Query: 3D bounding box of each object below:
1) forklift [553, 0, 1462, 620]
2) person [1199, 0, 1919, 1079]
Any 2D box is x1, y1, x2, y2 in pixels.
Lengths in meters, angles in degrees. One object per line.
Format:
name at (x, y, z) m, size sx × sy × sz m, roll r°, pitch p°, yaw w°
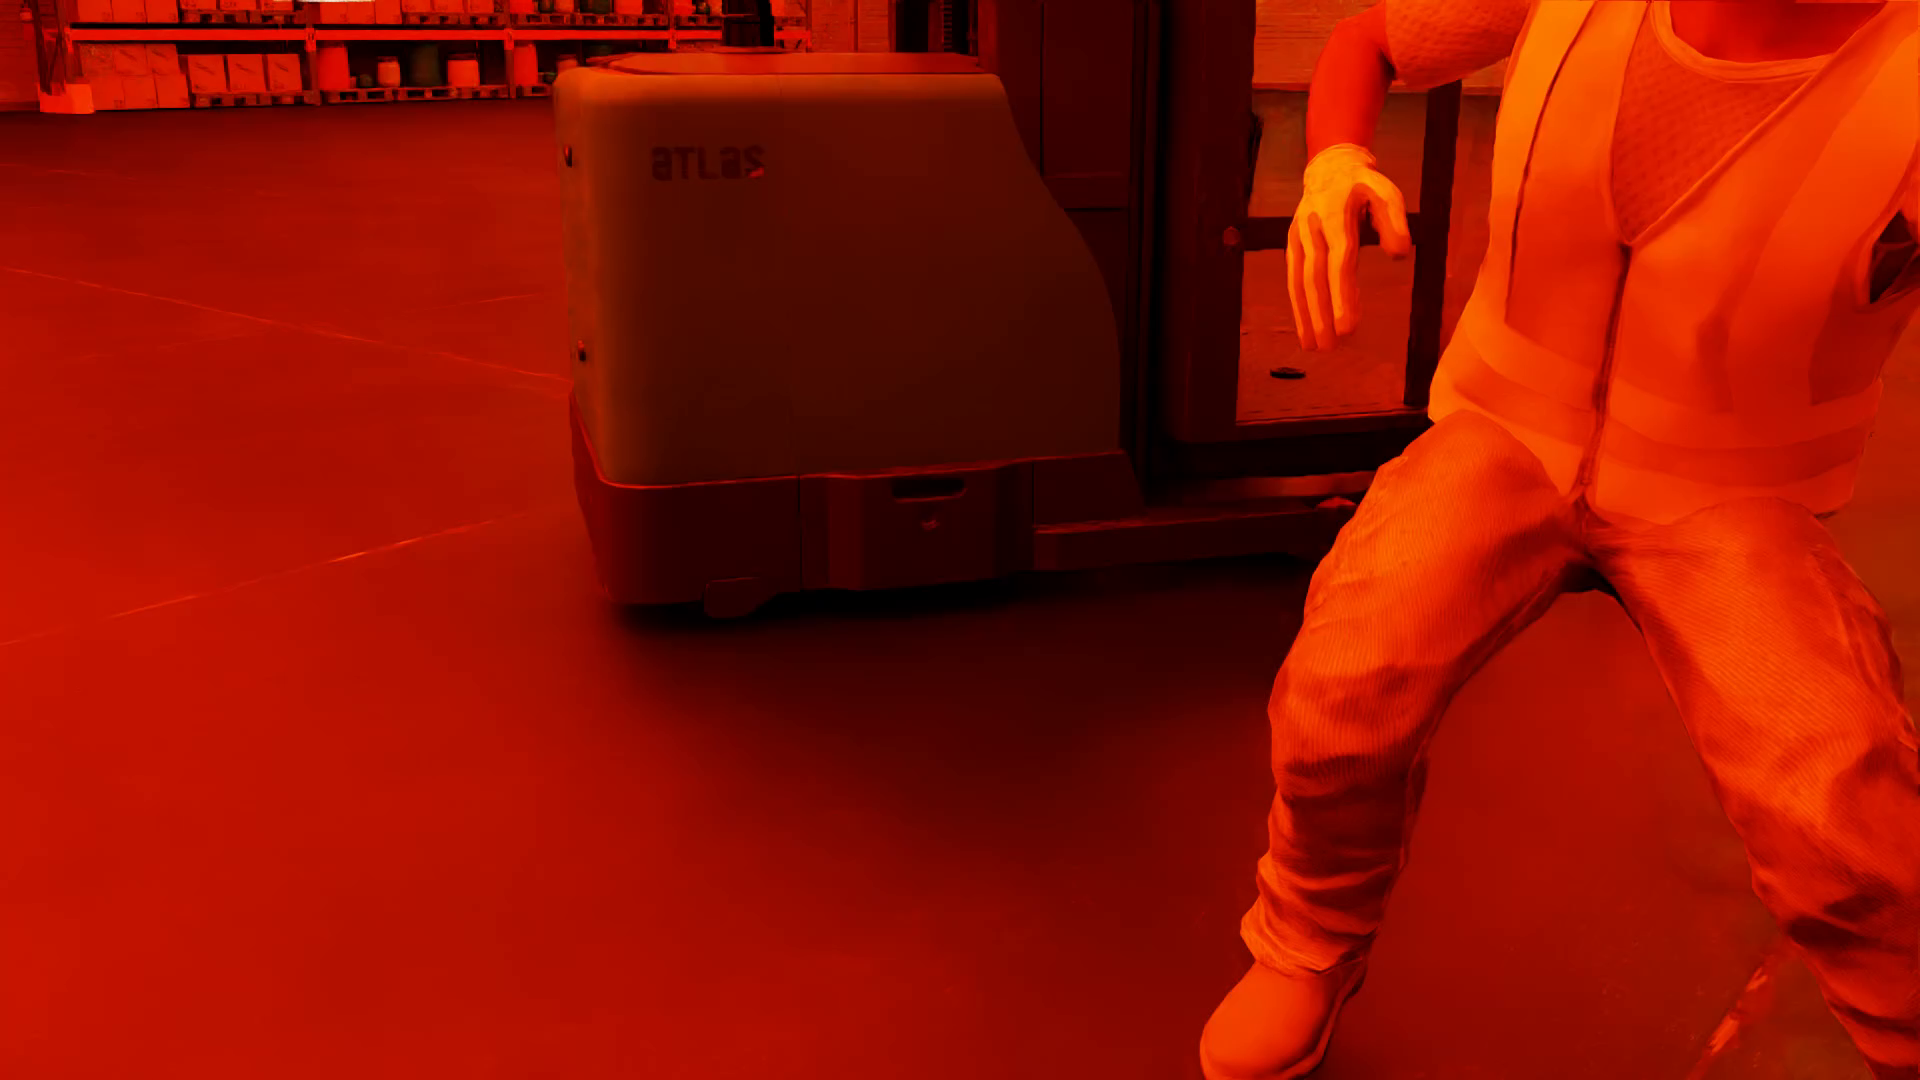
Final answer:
forklift at (0.620, -1.470, 3.737) m, size 3.031 × 2.935 × 1.130 m, roll -5°, pitch 18°, yaw -16°
person at (0.632, -0.018, 1.505) m, size 0.865 × 1.529 × 0.879 m, roll 11°, pitch 20°, yaw 33°
